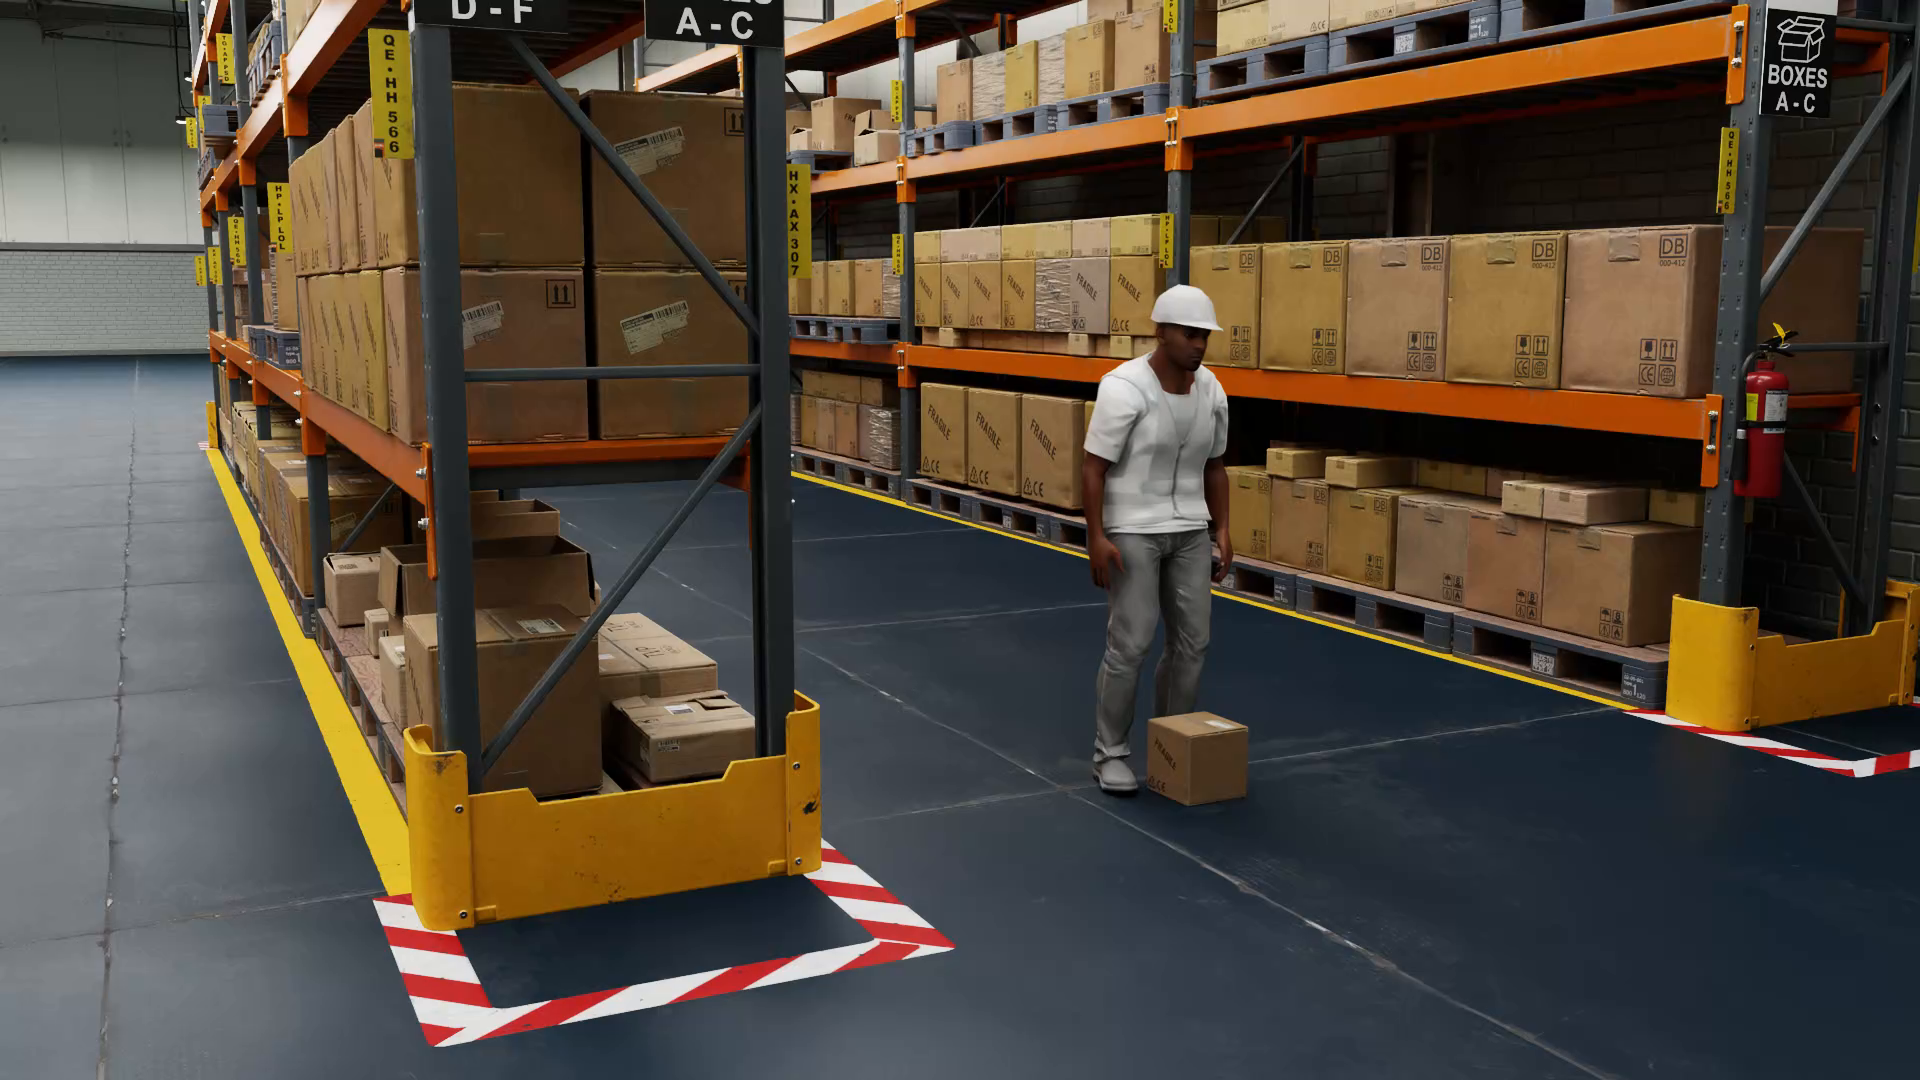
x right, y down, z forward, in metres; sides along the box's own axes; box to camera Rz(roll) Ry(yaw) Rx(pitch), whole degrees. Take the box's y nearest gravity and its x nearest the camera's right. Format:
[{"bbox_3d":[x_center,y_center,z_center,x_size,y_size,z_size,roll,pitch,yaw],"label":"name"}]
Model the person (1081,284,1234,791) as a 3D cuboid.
[{"bbox_3d":[0.716,-0.014,5.882,0.626,1.759,0.463,-5,10,-29],"label":"person"}]
